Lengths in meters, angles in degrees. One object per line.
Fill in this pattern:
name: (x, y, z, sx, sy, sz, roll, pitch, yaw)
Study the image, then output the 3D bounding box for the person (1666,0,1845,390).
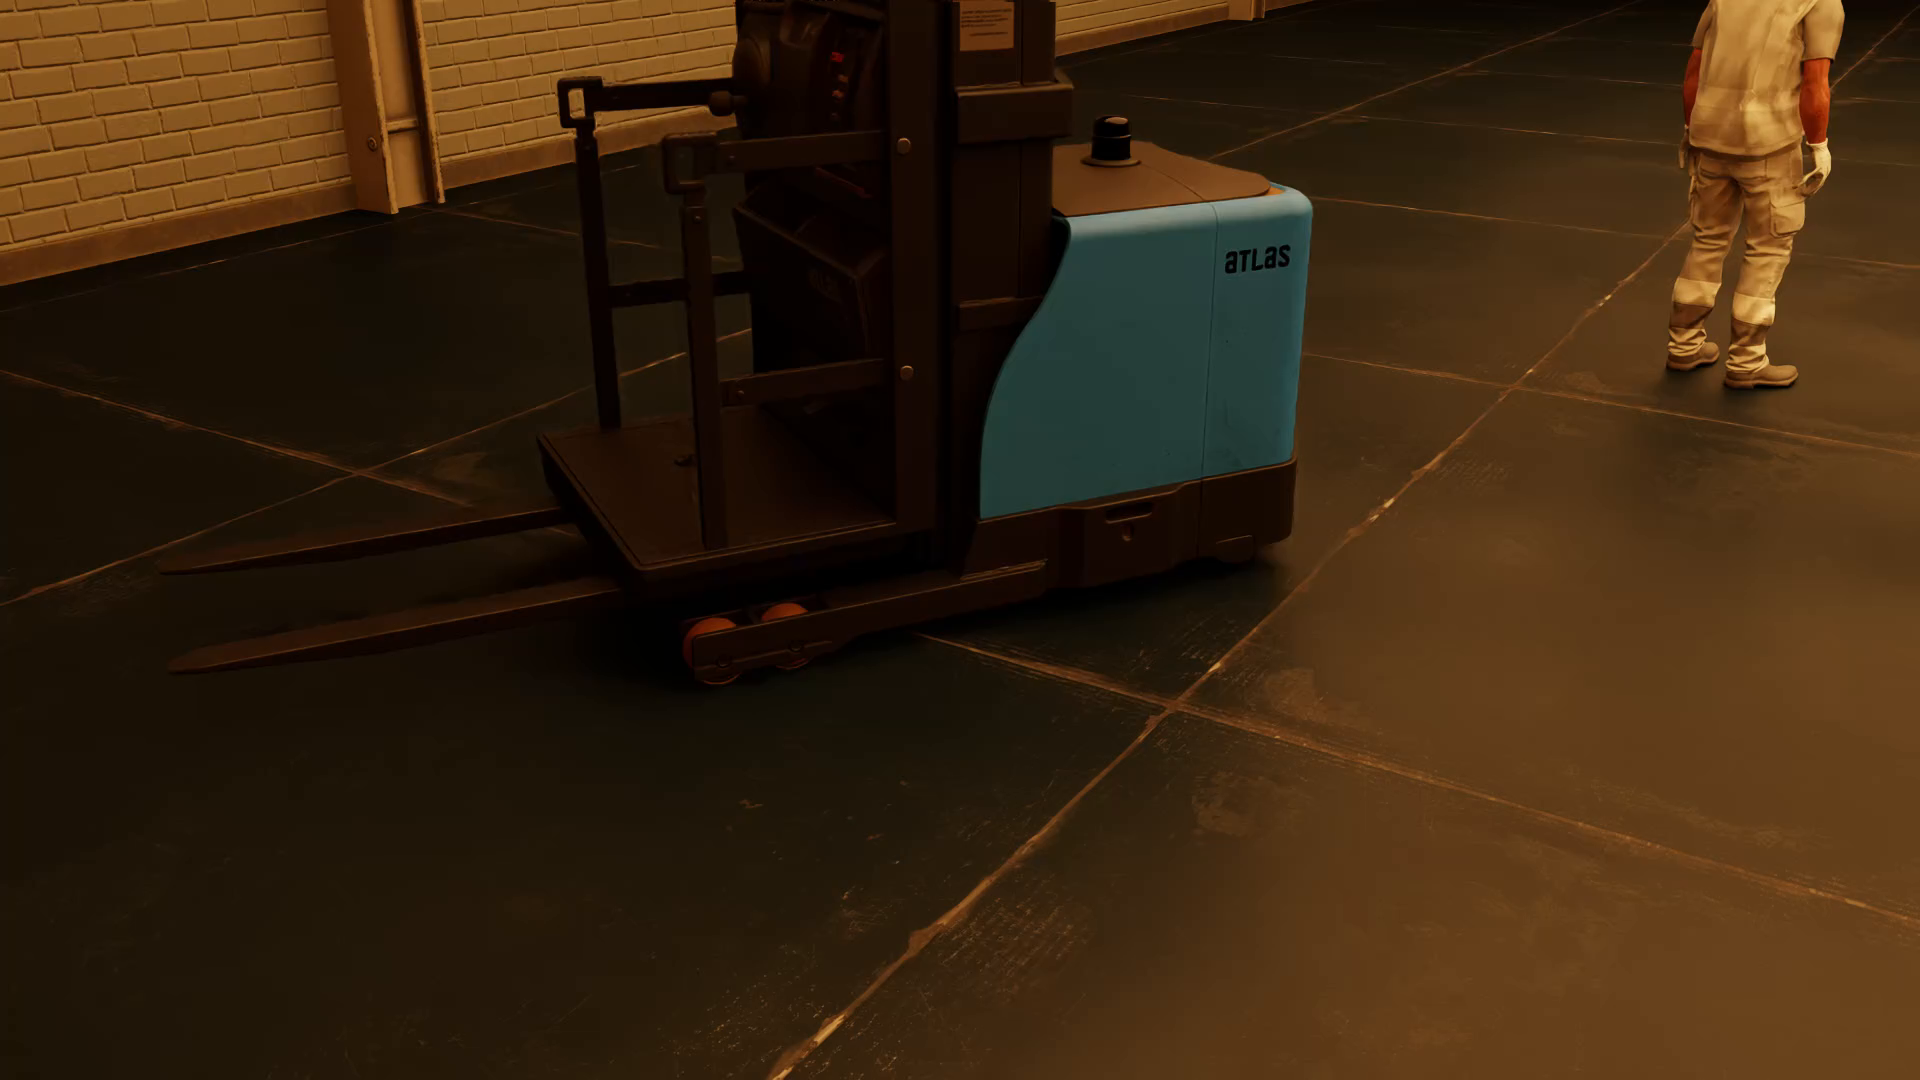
person: (2.984, -1.481, 6.245, 0.454, 1.777, 0.608, -13, 26, -28)

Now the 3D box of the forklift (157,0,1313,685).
forklift: (-0.577, -1.219, 4.163, 3.031, 2.935, 1.130, -11, 25, -24)
